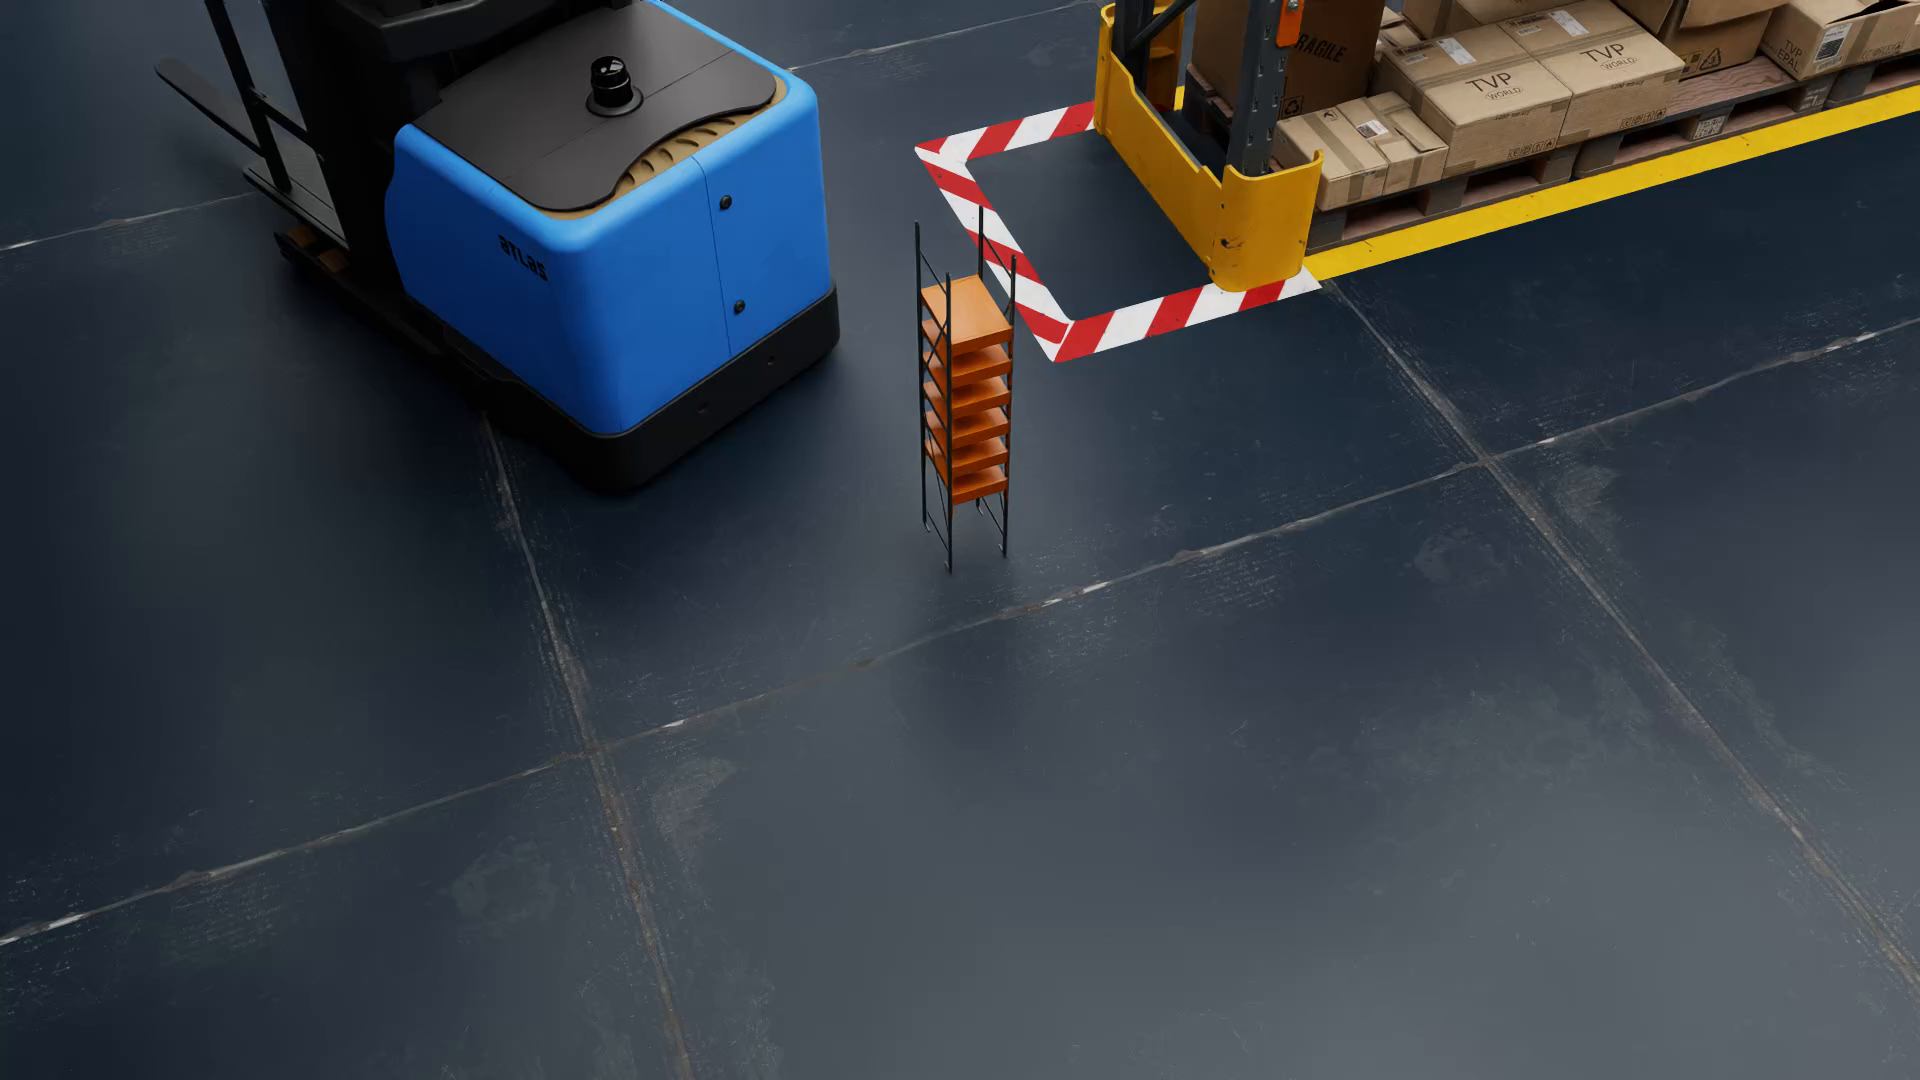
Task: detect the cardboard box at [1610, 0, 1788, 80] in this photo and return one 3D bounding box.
[{"bbox_3d":[2.791,-2.230,6.544,0.637,0.503,0.797,-17,52,-14],"label":"cardboard box"}]

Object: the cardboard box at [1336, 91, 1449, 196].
[{"bbox_3d":[1.574,-1.466,6.109,0.250,0.166,0.380,-17,52,-14],"label":"cardboard box"}]

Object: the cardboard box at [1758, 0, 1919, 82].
[{"bbox_3d":[3.413,-2.132,6.586,0.500,0.311,0.500,-17,52,-14],"label":"cardboard box"}]

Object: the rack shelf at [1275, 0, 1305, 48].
[{"bbox_3d":[2.676,-2.635,6.010,4.000,0.370,1.077,-17,52,-14],"label":"rack shelf"}]

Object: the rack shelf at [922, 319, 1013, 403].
[{"bbox_3d":[0.013,-0.522,4.650,0.180,0.103,0.258,-17,52,-14],"label":"rack shelf"}]

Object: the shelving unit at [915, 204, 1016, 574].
[{"bbox_3d":[0.013,-0.395,4.798,0.189,1.200,0.258,-17,52,-14],"label":"shelving unit"}]

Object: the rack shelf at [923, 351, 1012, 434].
[{"bbox_3d":[0.013,-0.444,4.741,0.180,0.103,0.258,-17,52,-14],"label":"rack shelf"}]

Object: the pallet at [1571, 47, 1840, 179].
[{"bbox_3d":[2.761,-1.985,6.816,1.213,0.211,1.003,-17,52,-14],"label":"pallet"}]

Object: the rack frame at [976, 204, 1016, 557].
[{"bbox_3d":[0.098,-0.421,4.821,0.006,1.200,0.240,-17,52,-14],"label":"rack frame"}]

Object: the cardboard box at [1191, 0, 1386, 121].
[{"bbox_3d":[1.235,-1.953,6.308,0.500,0.500,0.500,-17,52,-14],"label":"cardboard box"}]

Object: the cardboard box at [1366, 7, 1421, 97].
[{"bbox_3d":[1.644,-1.898,6.480,0.250,0.166,0.380,-17,52,-14],"label":"cardboard box"}]

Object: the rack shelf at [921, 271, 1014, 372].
[{"bbox_3d":[0.013,-0.601,4.559,0.180,0.103,0.258,-17,52,-14],"label":"rack shelf"}]

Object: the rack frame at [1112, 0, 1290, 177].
[{"bbox_3d":[0.825,-2.295,5.244,0.127,3.000,1.000,-17,52,-14],"label":"rack frame"}]

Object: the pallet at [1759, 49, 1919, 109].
[{"bbox_3d":[3.892,-2.338,7.119,1.213,0.211,1.003,-17,52,-14],"label":"pallet"}]

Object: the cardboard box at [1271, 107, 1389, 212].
[{"bbox_3d":[1.342,-1.389,6.055,0.250,0.149,0.380,-17,52,-14],"label":"cardboard box"}]

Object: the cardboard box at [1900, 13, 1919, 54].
[{"bbox_3d":[3.783,-2.145,6.704,0.250,0.149,0.380,-17,52,-14],"label":"cardboard box"}]

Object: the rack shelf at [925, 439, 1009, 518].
[{"bbox_3d":[0.013,-0.210,5.014,0.180,0.103,0.258,-17,52,-14],"label":"rack shelf"}]

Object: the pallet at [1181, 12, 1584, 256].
[{"bbox_3d":[1.633,-1.638,6.518,1.213,0.211,1.003,-17,52,-14],"label":"pallet"}]

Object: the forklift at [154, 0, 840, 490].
[{"bbox_3d":[-1.844,-2.101,5.122,3.031,2.935,1.130,35,58,26],"label":"forklift"}]

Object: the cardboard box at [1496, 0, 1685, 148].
[{"bbox_3d":[2.361,-1.787,6.329,0.500,0.250,0.500,-17,52,-14],"label":"cardboard box"}]

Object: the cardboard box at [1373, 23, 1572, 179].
[{"bbox_3d":[1.898,-1.643,6.206,0.500,0.250,0.500,-17,52,-14],"label":"cardboard box"}]

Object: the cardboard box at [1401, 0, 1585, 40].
[{"bbox_3d":[2.126,-2.123,6.619,0.500,0.250,0.500,-17,52,-14],"label":"cardboard box"}]

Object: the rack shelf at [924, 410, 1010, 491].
[{"bbox_3d":[0.013,-0.288,4.923,0.180,0.103,0.258,-17,52,-14],"label":"rack shelf"}]

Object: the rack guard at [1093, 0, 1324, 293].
[{"bbox_3d":[0.895,-1.503,6.211,0.348,0.500,1.175,-17,52,-14],"label":"rack guard"}]

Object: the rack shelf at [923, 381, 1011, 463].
[{"bbox_3d":[0.013,-0.366,4.832,0.180,0.103,0.258,-17,52,-14],"label":"rack shelf"}]

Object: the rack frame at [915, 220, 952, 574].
[{"bbox_3d":[-0.071,-0.369,4.776,0.006,1.200,0.240,-17,52,-14],"label":"rack frame"}]
